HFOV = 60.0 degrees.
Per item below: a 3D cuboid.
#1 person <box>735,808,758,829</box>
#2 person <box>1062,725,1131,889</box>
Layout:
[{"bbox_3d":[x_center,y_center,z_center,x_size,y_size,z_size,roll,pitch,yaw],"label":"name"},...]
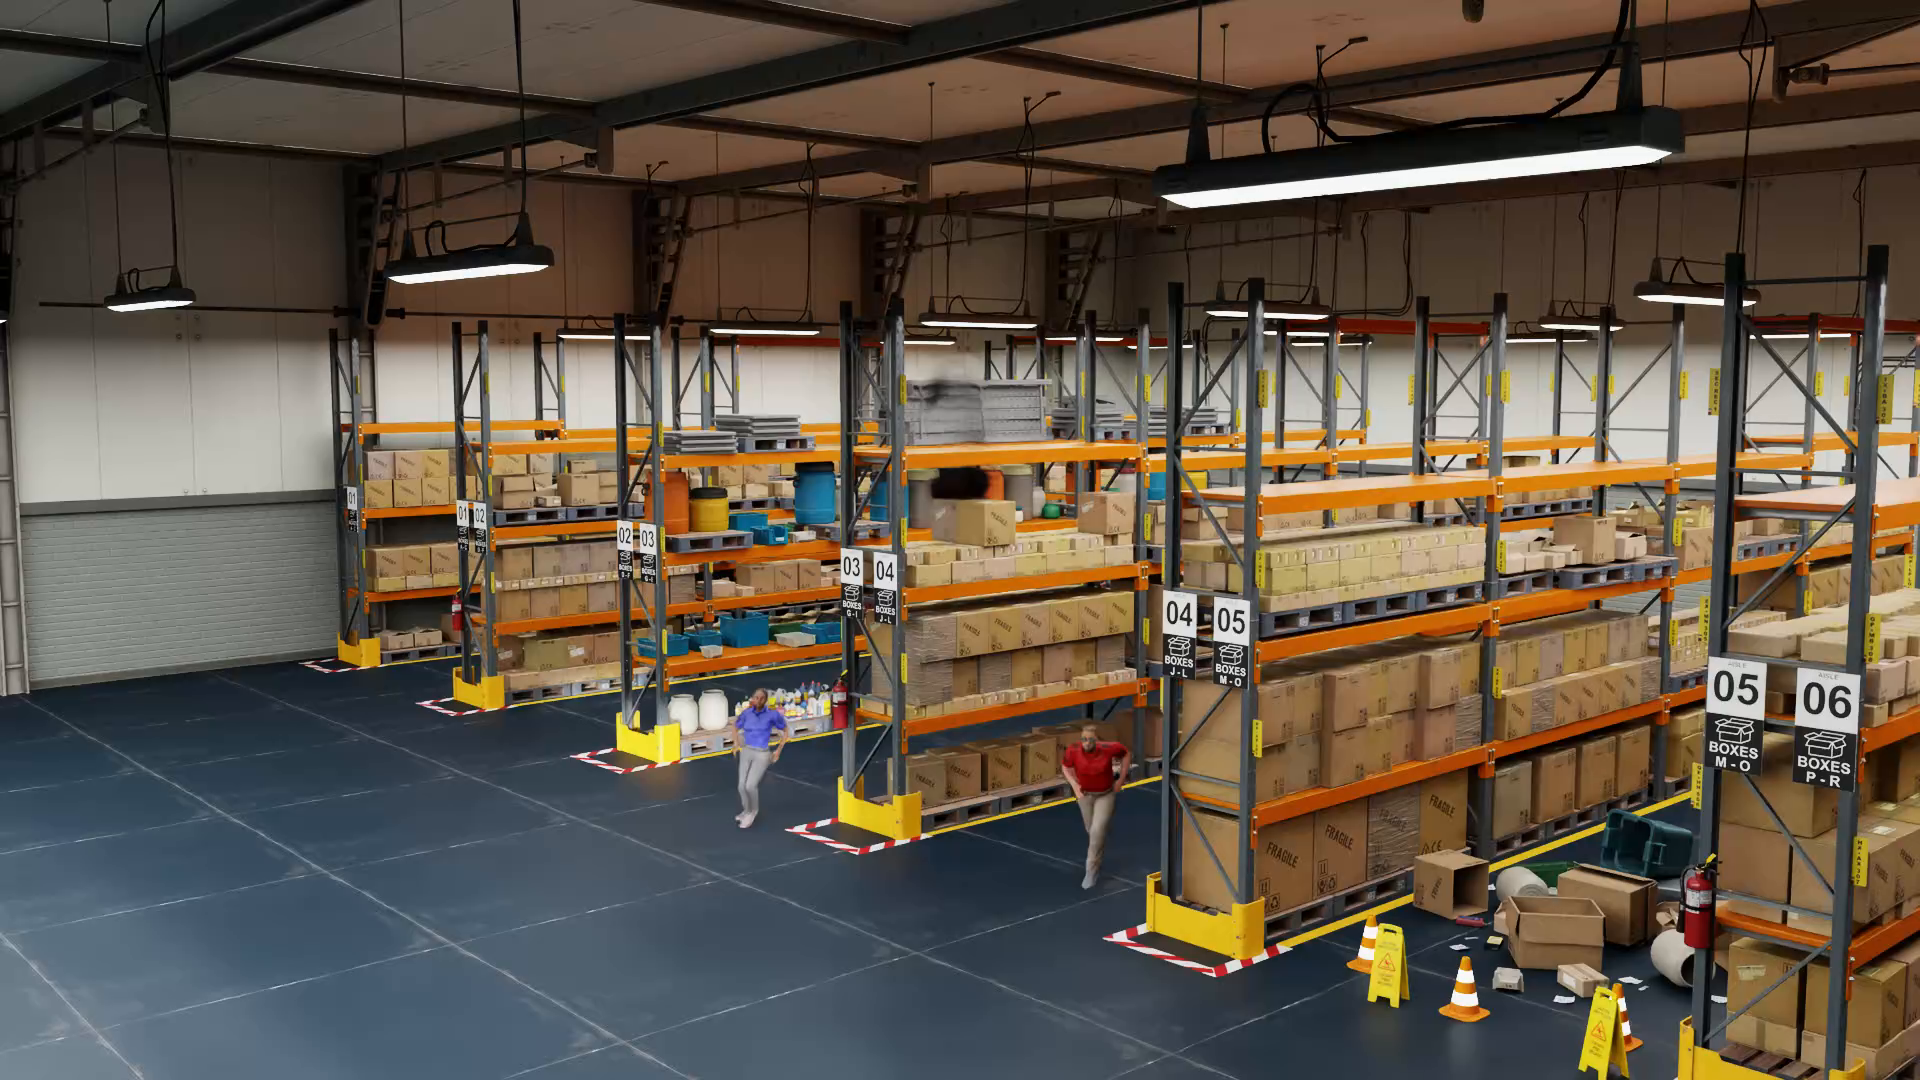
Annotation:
[{"bbox_3d":[-2.443,3.116,19.222,0.346,0.342,0.454,2,6,18],"label":"person"},{"bbox_3d":[1.421,2.677,17.197,0.703,1.694,1.020,1,6,13],"label":"person"}]
